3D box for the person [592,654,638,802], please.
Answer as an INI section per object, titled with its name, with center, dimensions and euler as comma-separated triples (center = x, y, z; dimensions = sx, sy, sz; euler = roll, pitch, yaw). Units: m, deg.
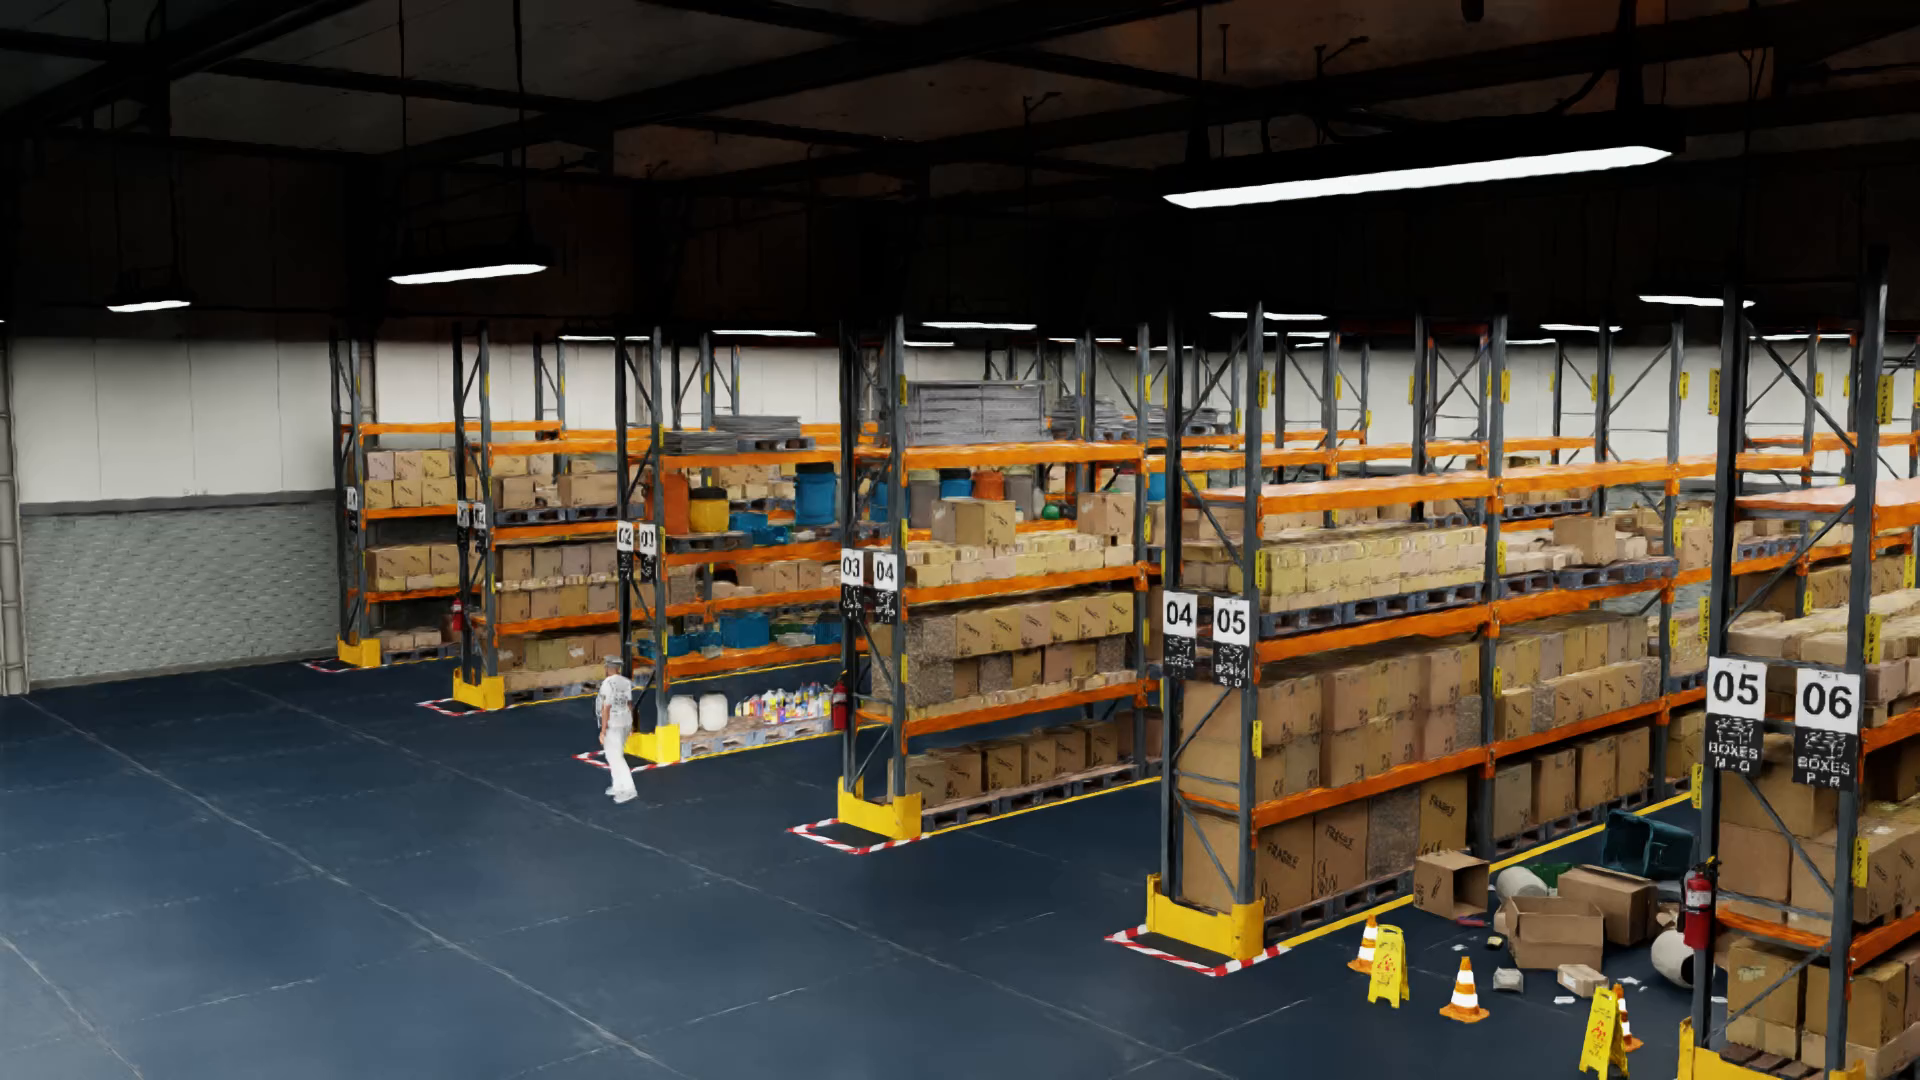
[person]
center = -4.182, 2.292, 20.381
dimensions = 0.569, 1.748, 0.656
euler = 2, 6, 20
